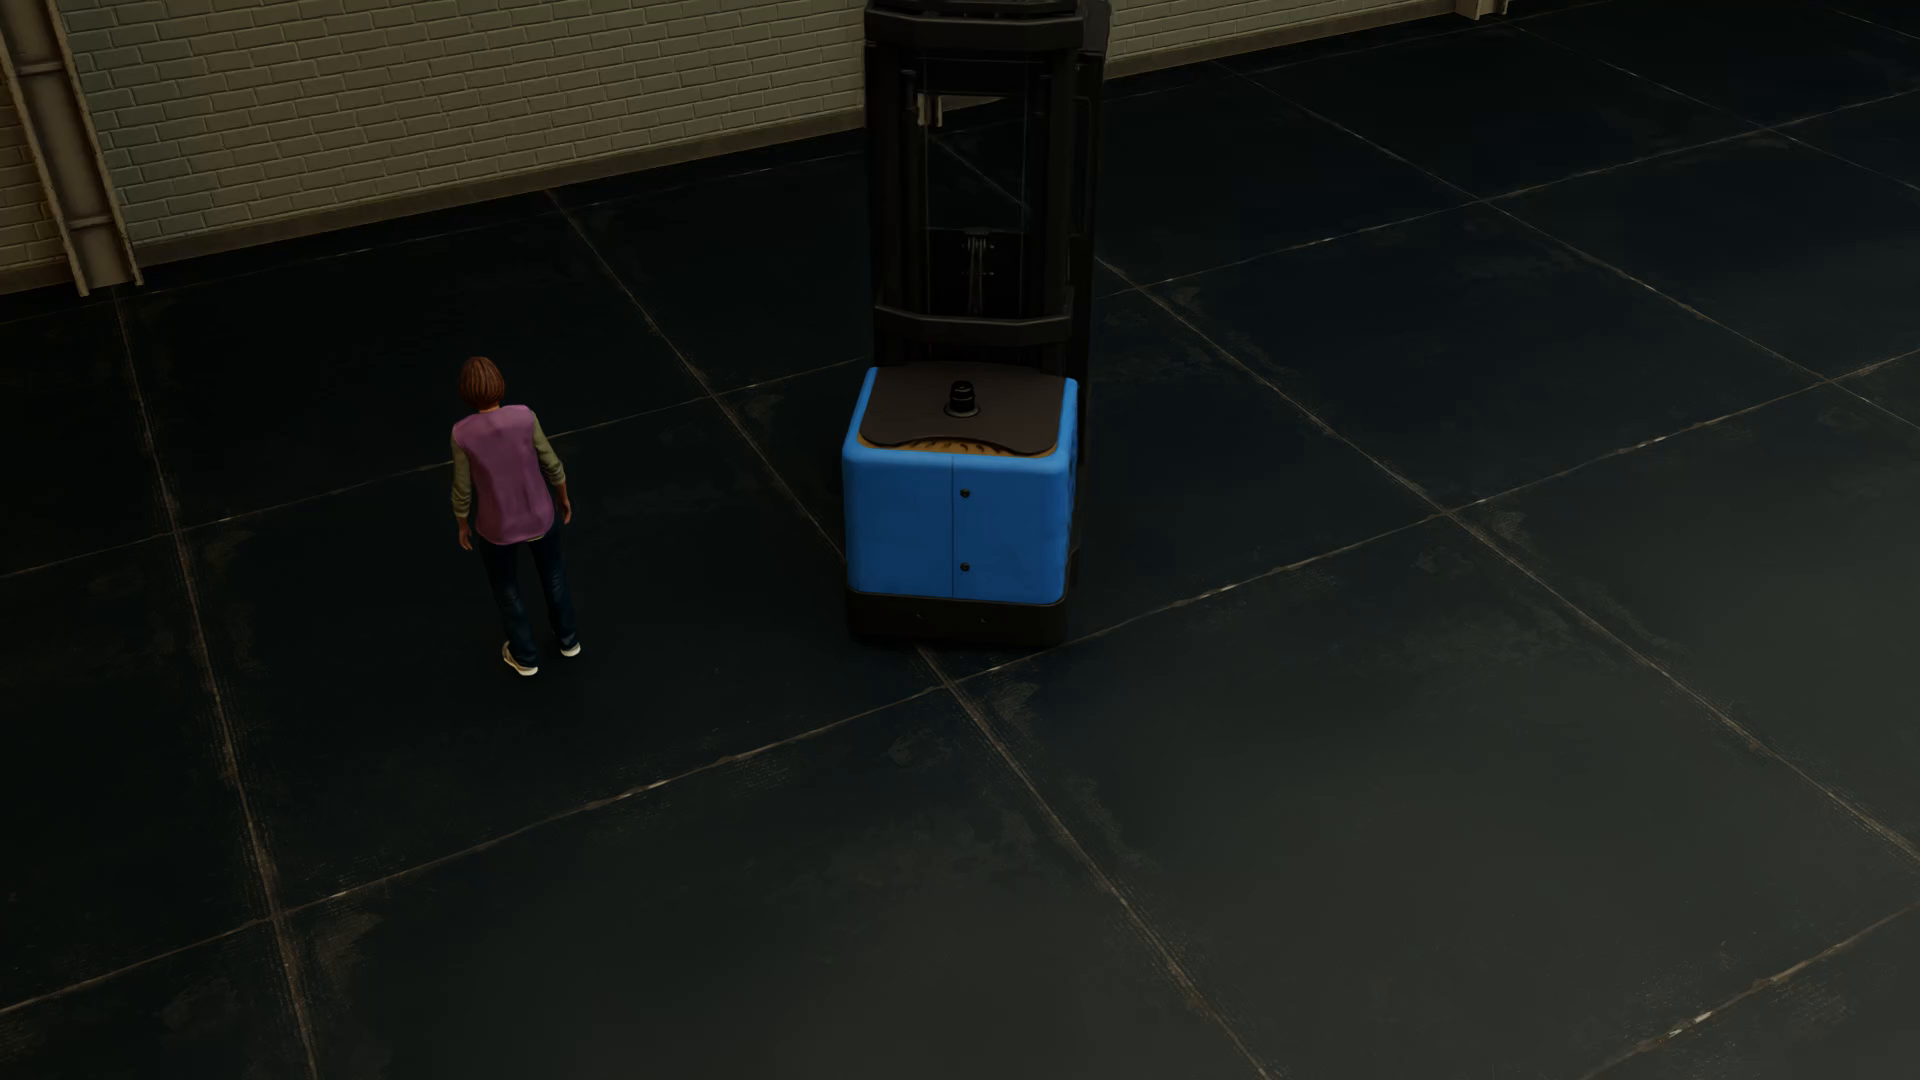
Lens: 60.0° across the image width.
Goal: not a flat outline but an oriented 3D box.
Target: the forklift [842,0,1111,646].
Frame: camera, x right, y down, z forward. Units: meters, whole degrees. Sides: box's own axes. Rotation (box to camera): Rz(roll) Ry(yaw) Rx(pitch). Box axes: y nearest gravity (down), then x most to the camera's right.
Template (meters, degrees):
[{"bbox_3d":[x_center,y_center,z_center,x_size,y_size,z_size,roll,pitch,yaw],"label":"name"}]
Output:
[{"bbox_3d":[0.138,-1.533,8.291,1.130,2.935,3.031,4,35,5],"label":"forklift"}]

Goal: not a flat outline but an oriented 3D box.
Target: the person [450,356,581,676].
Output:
[{"bbox_3d":[-1.988,-0.094,7.418,0.514,1.592,0.367,-17,39,-22],"label":"person"}]
